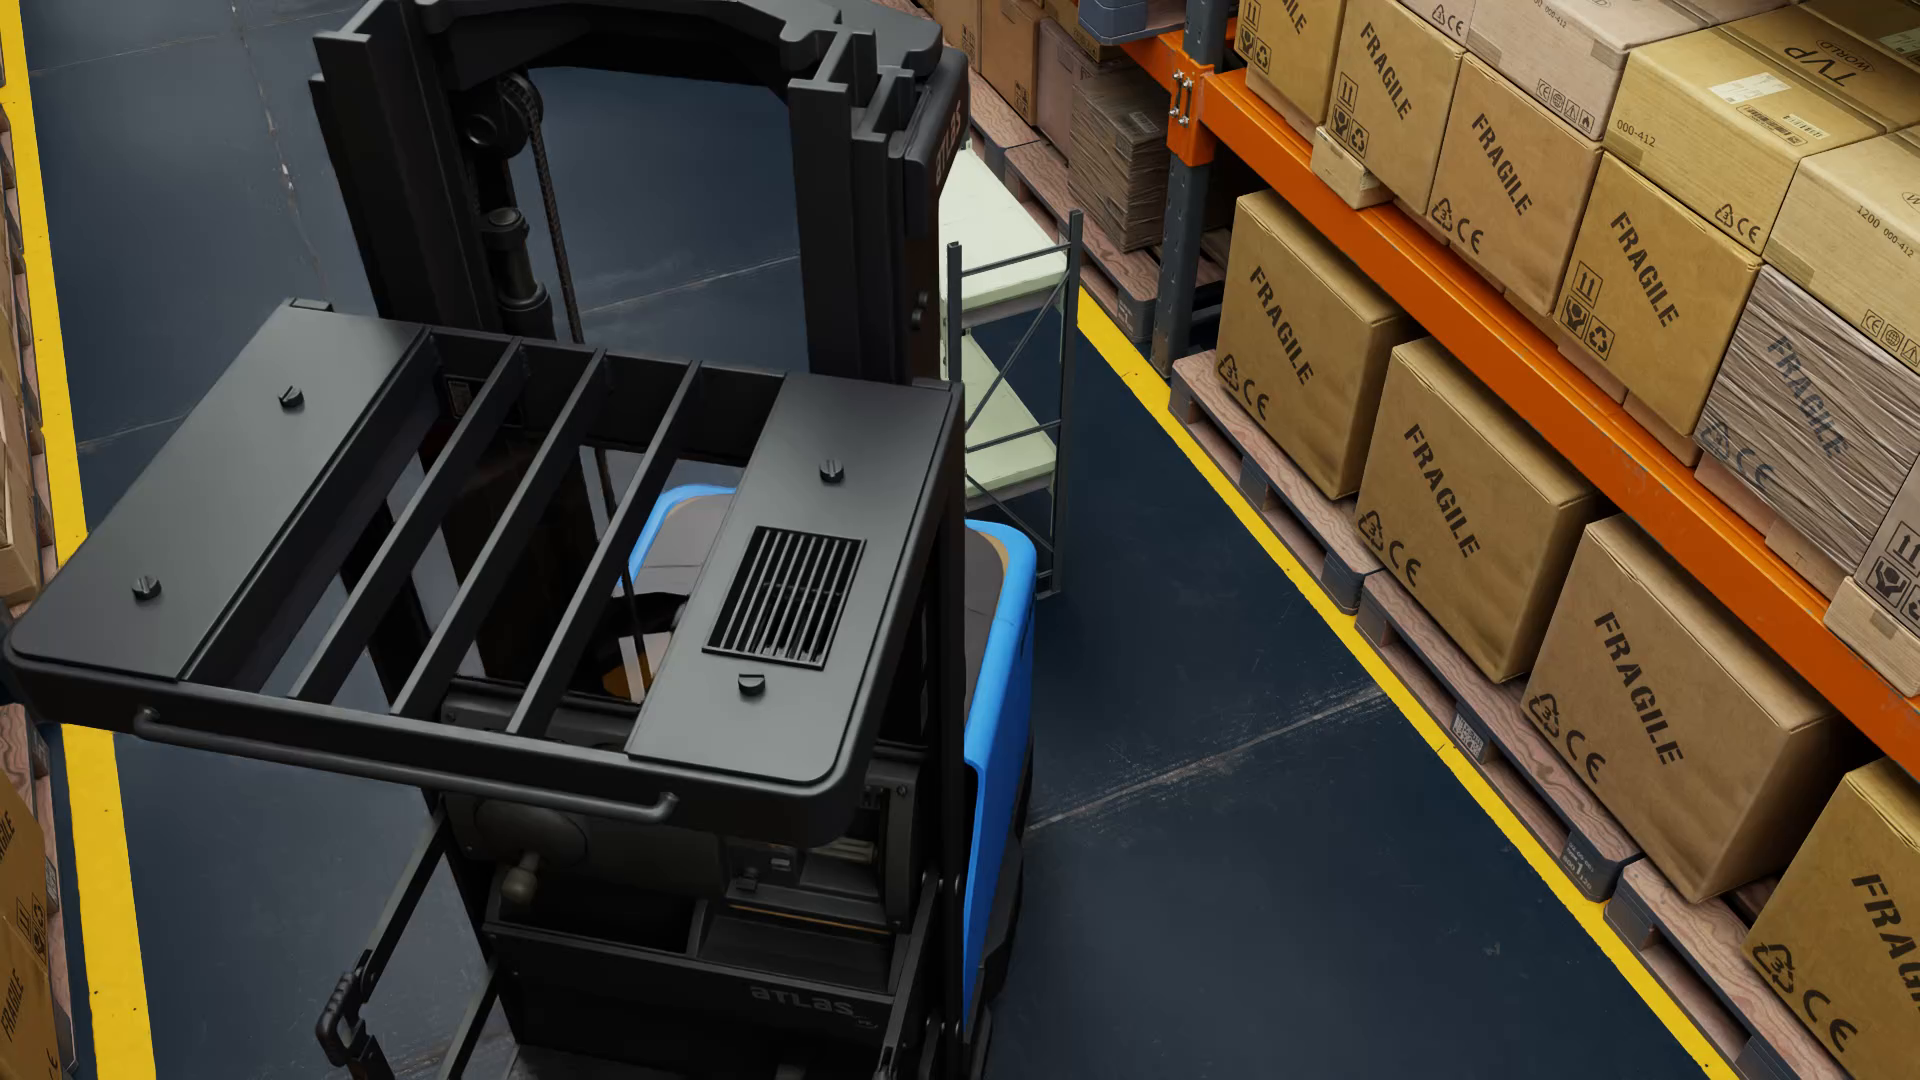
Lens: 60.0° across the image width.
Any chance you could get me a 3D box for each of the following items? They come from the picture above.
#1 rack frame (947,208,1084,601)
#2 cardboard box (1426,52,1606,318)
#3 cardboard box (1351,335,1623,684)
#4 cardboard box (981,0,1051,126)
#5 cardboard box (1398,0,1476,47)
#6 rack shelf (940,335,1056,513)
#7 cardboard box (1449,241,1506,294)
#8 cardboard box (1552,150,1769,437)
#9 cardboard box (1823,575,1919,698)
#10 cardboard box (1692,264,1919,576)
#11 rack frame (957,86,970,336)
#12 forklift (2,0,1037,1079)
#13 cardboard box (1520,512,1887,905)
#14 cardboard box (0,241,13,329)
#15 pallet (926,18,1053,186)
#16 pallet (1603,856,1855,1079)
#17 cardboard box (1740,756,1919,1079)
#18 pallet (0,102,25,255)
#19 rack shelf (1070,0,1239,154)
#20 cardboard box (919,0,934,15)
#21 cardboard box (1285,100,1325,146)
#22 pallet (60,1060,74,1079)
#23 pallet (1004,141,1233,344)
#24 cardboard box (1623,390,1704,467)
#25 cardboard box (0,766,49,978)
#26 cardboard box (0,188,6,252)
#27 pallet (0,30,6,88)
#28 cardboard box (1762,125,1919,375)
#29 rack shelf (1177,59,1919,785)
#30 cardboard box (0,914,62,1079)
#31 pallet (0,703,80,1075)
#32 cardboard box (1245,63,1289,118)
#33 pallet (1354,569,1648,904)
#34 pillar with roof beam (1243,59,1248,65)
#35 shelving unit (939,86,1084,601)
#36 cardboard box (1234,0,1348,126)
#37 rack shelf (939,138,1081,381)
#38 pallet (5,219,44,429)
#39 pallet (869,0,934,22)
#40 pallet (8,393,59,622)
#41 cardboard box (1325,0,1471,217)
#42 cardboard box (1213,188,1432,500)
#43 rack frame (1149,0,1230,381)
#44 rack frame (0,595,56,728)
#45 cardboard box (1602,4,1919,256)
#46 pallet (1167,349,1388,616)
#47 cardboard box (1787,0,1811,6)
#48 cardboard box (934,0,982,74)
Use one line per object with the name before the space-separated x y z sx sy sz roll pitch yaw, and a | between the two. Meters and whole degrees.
rack frame | 0.151 -0.305 4.991 0.400 1.500 0.023 -18 47 -17
cardboard box | 1.605 -0.973 4.303 0.500 0.500 0.500 -18 47 -18
cardboard box | 1.766 -0.179 5.028 0.750 0.750 0.750 -18 47 -18
cardboard box | 0.518 -2.244 7.355 0.700 0.500 0.500 -18 47 -18
cardboard box | 1.397 -1.570 4.375 0.500 0.250 0.500 -19 48 -18
rack shelf | -0.003 -0.376 5.388 0.368 0.124 0.686 -18 47 -17
cardboard box | 1.609 -0.858 4.648 0.380 0.149 0.250 -17 47 -17
cardboard box | 1.831 -0.644 3.969 0.500 0.500 0.500 -17 47 -16
cardboard box | 2.136 0.154 3.623 0.380 0.149 0.250 -18 47 -17
cardboard box | 2.046 -0.327 3.648 0.500 0.500 0.500 -18 47 -17
rack frame | -0.157 -0.771 5.464 0.400 1.500 0.023 -18 47 -17
forklift | -0.582 0.659 3.040 1.129 2.867 3.031 8 45 8
cardboard box | 2.128 0.361 4.480 0.750 0.750 0.750 -17 47 -16
cardboard box | -3.885 -0.965 6.251 0.500 0.250 0.500 -17 47 -17
pallet | 0.377 -2.145 7.773 1.003 0.211 1.213 -18 47 -17
pallet | 2.502 1.210 4.374 1.003 0.211 1.213 -18 47 -17
cardboard box | 2.504 0.926 3.907 0.750 0.750 0.750 -18 47 -17
pallet | -4.616 -1.496 7.116 1.003 0.211 1.213 -18 47 -17
rack shelf | 0.372 -2.881 7.046 1.077 0.370 4.000 -18 47 -17
cardboard box | 0.119 -2.900 8.020 0.700 0.500 0.500 -19 48 -18
cardboard box | 1.240 -1.339 5.136 0.380 0.149 0.250 -17 47 -17
pallet | -2.491 1.859 3.716 1.003 0.211 1.213 -18 47 -17
pallet | 0.886 -1.368 6.987 1.003 0.211 1.213 -18 47 -17
cardboard box | 1.901 -0.358 4.142 0.380 0.149 0.250 -17 47 -16
cardboard box | -2.673 0.863 4.207 0.500 0.500 0.500 -16 47 -16
cardboard box | -4.097 -1.290 6.580 0.500 0.250 0.500 -17 47 -17
pallet | -5.258 -2.473 8.106 1.003 0.211 1.213 -18 47 -17
cardboard box | 2.046 -0.605 3.396 0.500 0.250 0.500 -17 47 -17
rack shelf | 2.054 -0.332 4.463 1.077 0.370 4.000 -18 47 -17
cardboard box | -2.456 1.192 3.872 0.500 0.500 0.500 -20 48 -19
pallet | -3.000 1.082 4.503 1.003 0.211 1.213 -18 47 -17
cardboard box | 1.142 -1.502 5.301 0.380 0.149 0.250 -19 48 -18
pallet | 1.986 0.431 5.163 1.003 0.211 1.213 -18 47 -17
pillar with roof beam | -2.454 -3.811 3.205 9.100 9.000 0.400 -18 47 -17
shelving unit | -0.003 -0.538 5.228 0.431 1.500 0.755 -18 47 -17
cardboard box | 1.185 -1.626 4.965 0.500 0.500 0.500 -17 47 -16
rack shelf | -0.003 -0.816 4.953 0.431 0.370 0.720 -18 47 -17
pallet | -4.099 -0.717 6.327 1.003 0.211 1.213 -18 47 -17
pallet | -0.140 -2.923 8.562 1.003 0.211 1.213 -18 47 -17
pallet | -3.590 0.059 5.540 1.003 0.211 1.213 -18 47 -17
cardboard box | 1.397 -1.290 4.624 0.500 0.500 0.500 -17 47 -16
cardboard box | 1.404 -0.740 5.595 0.750 0.750 0.750 -19 48 -18
rack frame | 1.213 -1.863 5.502 1.000 3.000 0.127 -18 47 -17
rack frame | -3.280 -0.397 4.017 1.000 3.000 0.127 -18 47 -17
cardboard box | 1.831 -0.929 3.725 0.500 0.250 0.500 -19 48 -18
pallet | 1.477 -0.345 5.950 1.003 0.211 1.213 -18 47 -17
cardboard box | 2.067 -1.407 4.209 0.500 0.250 0.500 -19 48 -18
cardboard box | 0.297 -2.563 7.678 0.700 0.500 0.500 -18 47 -17
